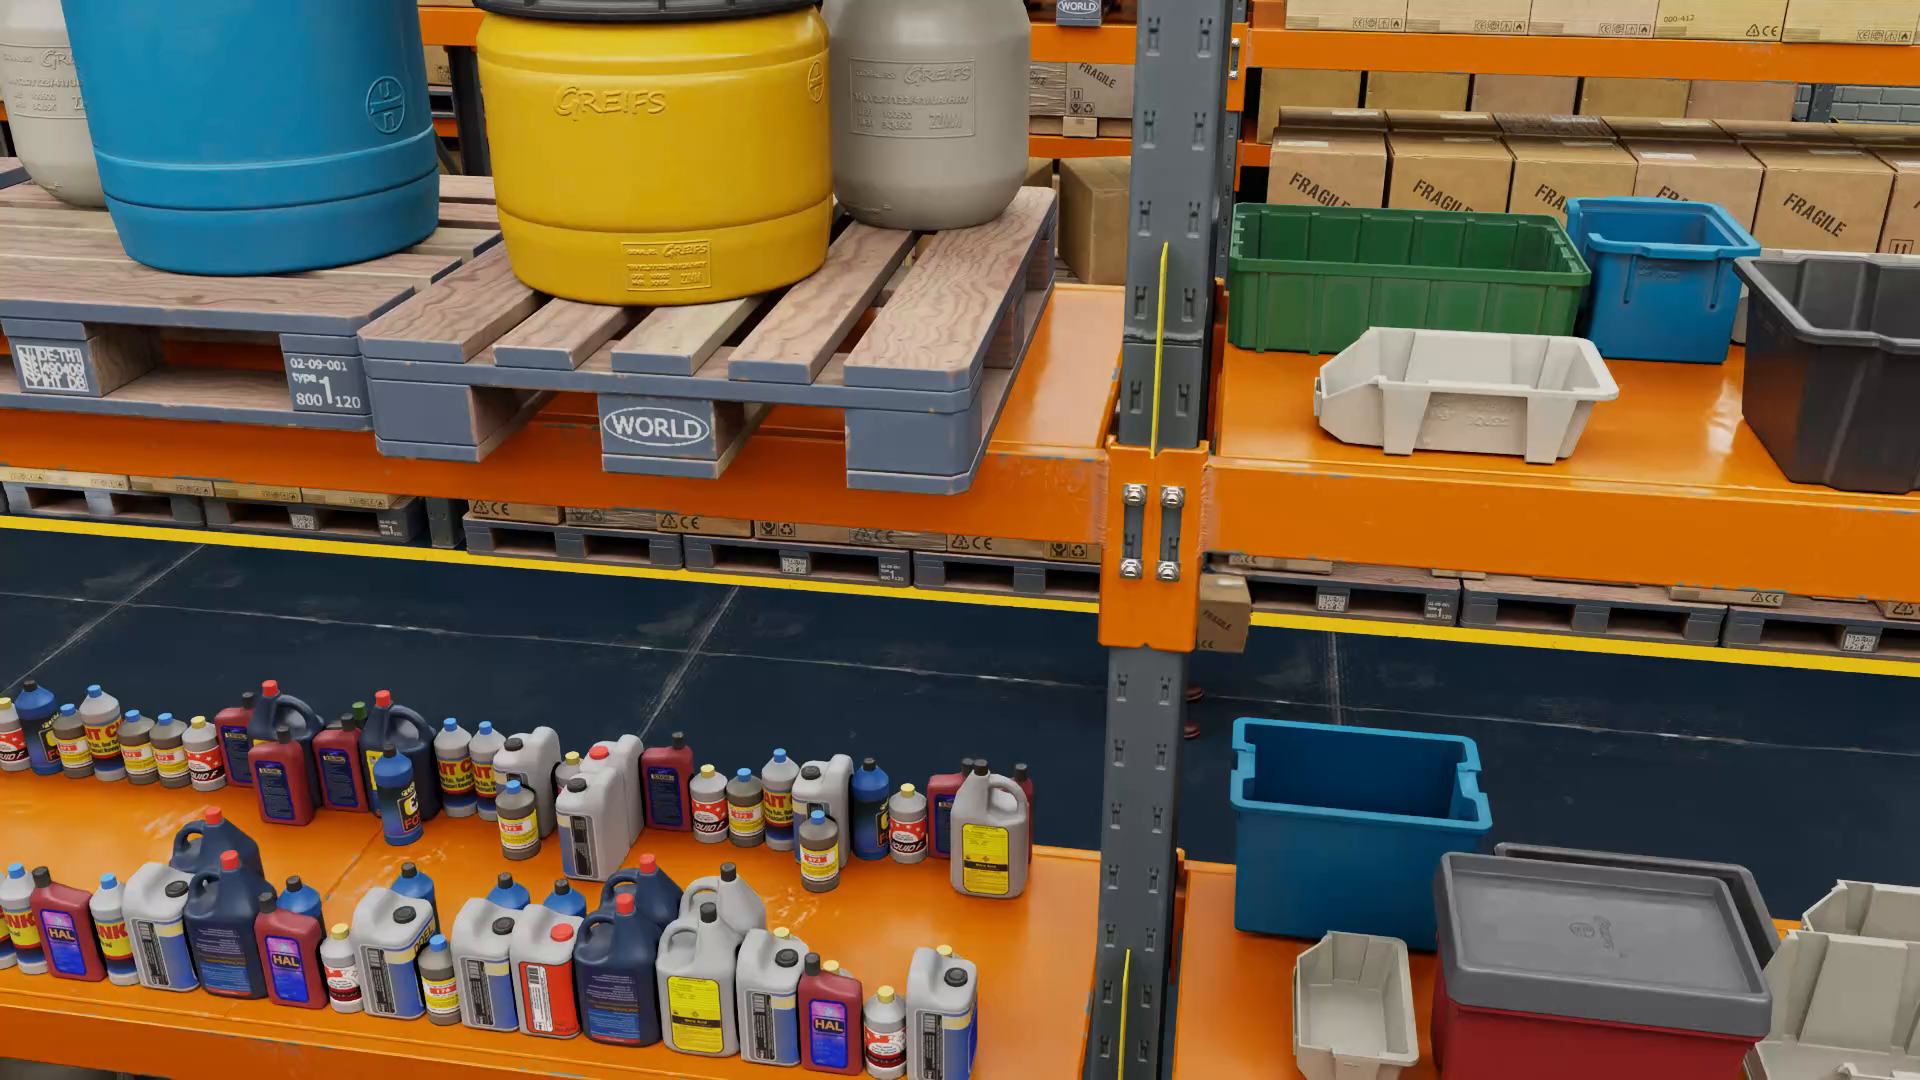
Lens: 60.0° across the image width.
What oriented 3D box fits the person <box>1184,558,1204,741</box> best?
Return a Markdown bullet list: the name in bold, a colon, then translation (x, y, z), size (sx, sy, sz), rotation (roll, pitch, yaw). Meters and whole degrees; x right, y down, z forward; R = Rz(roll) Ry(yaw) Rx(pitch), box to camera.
- **person**: translation (0.893, 0.024, 7.091), size (0.421, 1.630, 0.526), rotation (0, 25, 0)
